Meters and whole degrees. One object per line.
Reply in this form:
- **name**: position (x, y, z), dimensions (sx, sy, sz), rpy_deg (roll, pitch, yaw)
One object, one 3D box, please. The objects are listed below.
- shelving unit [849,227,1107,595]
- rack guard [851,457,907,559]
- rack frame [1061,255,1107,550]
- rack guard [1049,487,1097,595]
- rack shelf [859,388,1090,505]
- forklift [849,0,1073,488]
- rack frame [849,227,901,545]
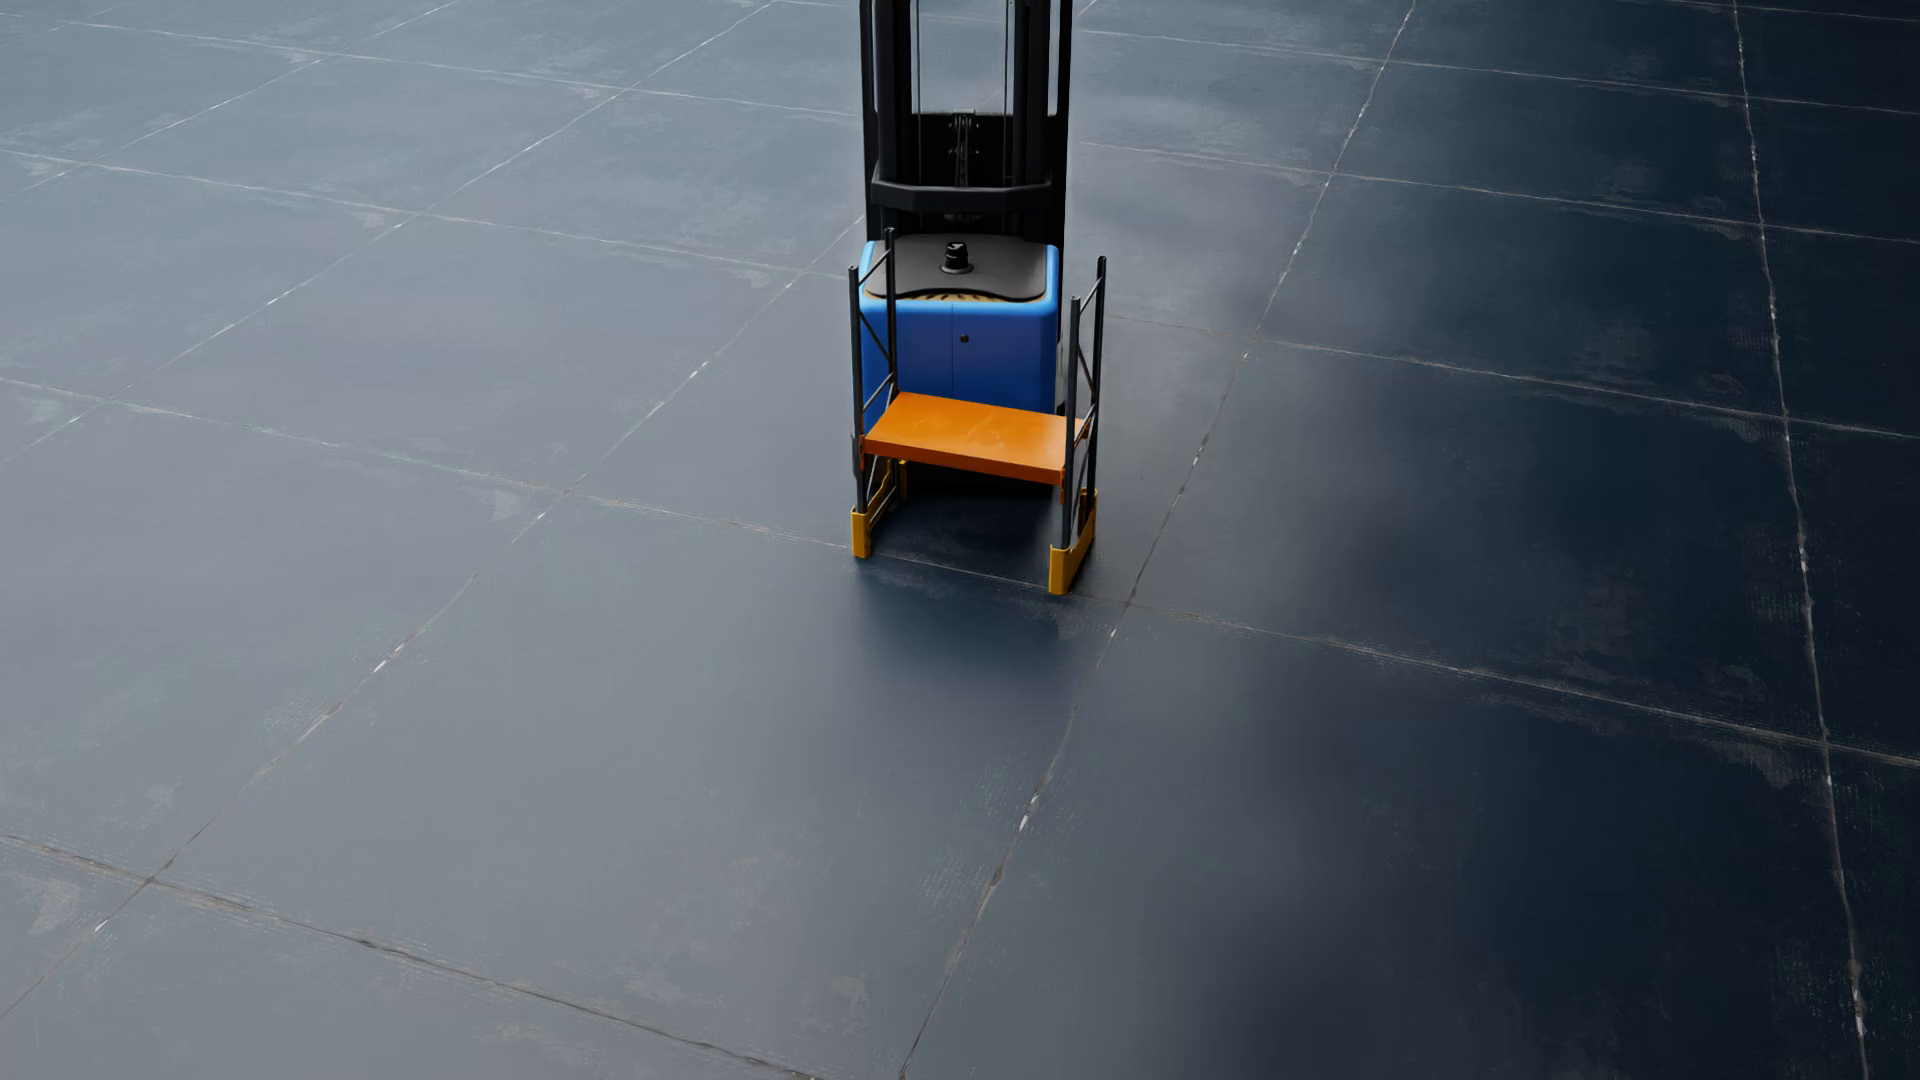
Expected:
- **shelving unit**: position (0.074, -0.609, 7.810), dimensions (1.083, 1.500, 0.587), rpy_deg (10, 34, 15)
- **rack guard**: position (-0.398, -0.169, 8.282), dimensions (0.087, 0.250, 0.587), rpy_deg (10, 34, 15)
- **rack frame**: position (0.565, -0.520, 7.673), dimensions (0.032, 1.500, 0.500), rpy_deg (10, 34, 15)
- **rack guard**: position (0.547, 0.002, 8.017), dimensions (0.087, 0.250, 0.587), rpy_deg (10, 34, 15)
- **rack shelf**: position (0.083, -0.456, 7.906), dimensions (1.000, 0.185, 0.538), rpy_deg (10, 34, 15)
- **forklift**: position (0.044, -2.269, 9.063), dimensions (1.130, 2.935, 3.031), rpy_deg (2, 33, 3)
- **rack frame**: position (-0.399, -0.695, 7.943), dimensions (0.032, 1.500, 0.500), rpy_deg (10, 34, 15)
